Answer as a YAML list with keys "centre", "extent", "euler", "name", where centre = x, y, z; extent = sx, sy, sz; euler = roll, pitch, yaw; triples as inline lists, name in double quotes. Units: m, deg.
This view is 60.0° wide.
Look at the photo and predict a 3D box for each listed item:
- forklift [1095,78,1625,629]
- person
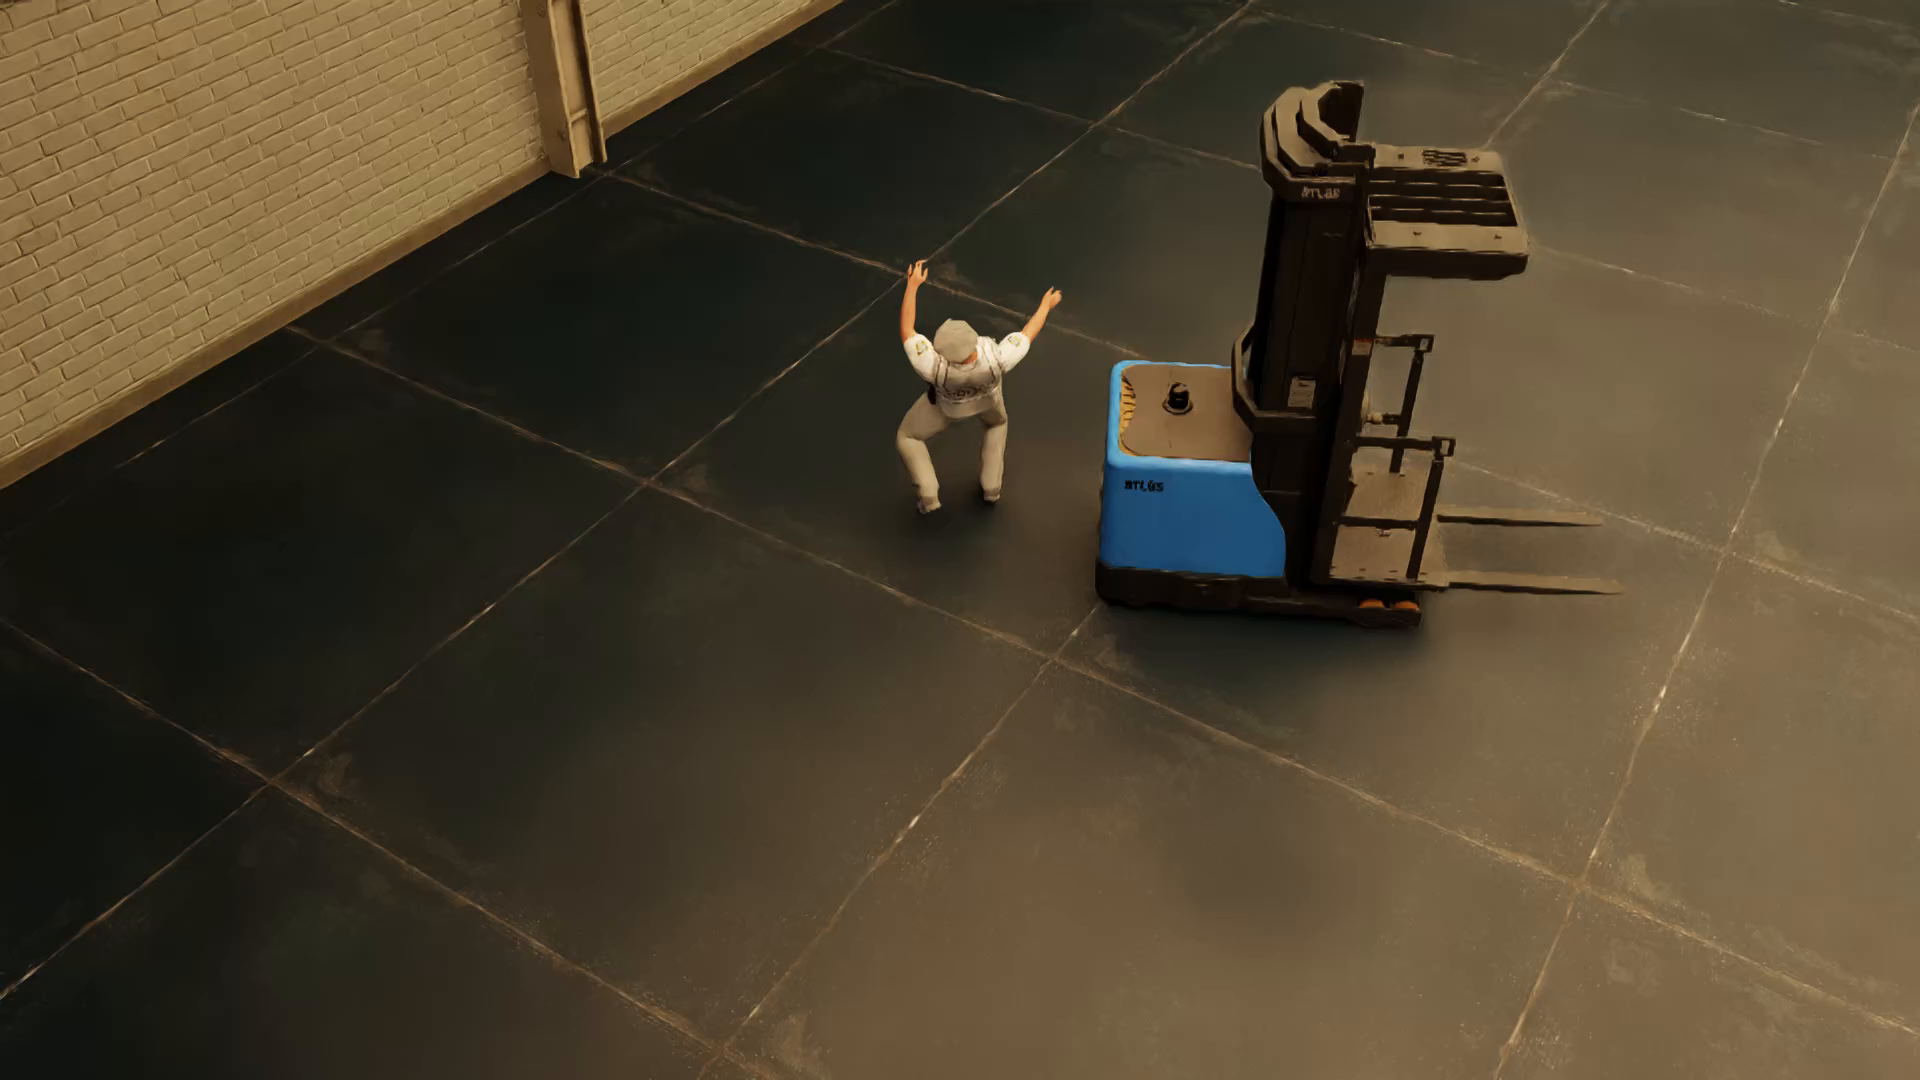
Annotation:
- centre: [2.345, -0.966, 9.107]
  extent: [3.031, 2.935, 1.130]
  euler: [4, 40, 4]
  name: "forklift"
- centre: [0.184, -0.894, 10.043]
  extent: [1.075, 1.589, 0.739]
  euler: [-15, 42, -17]
  name: "person"
